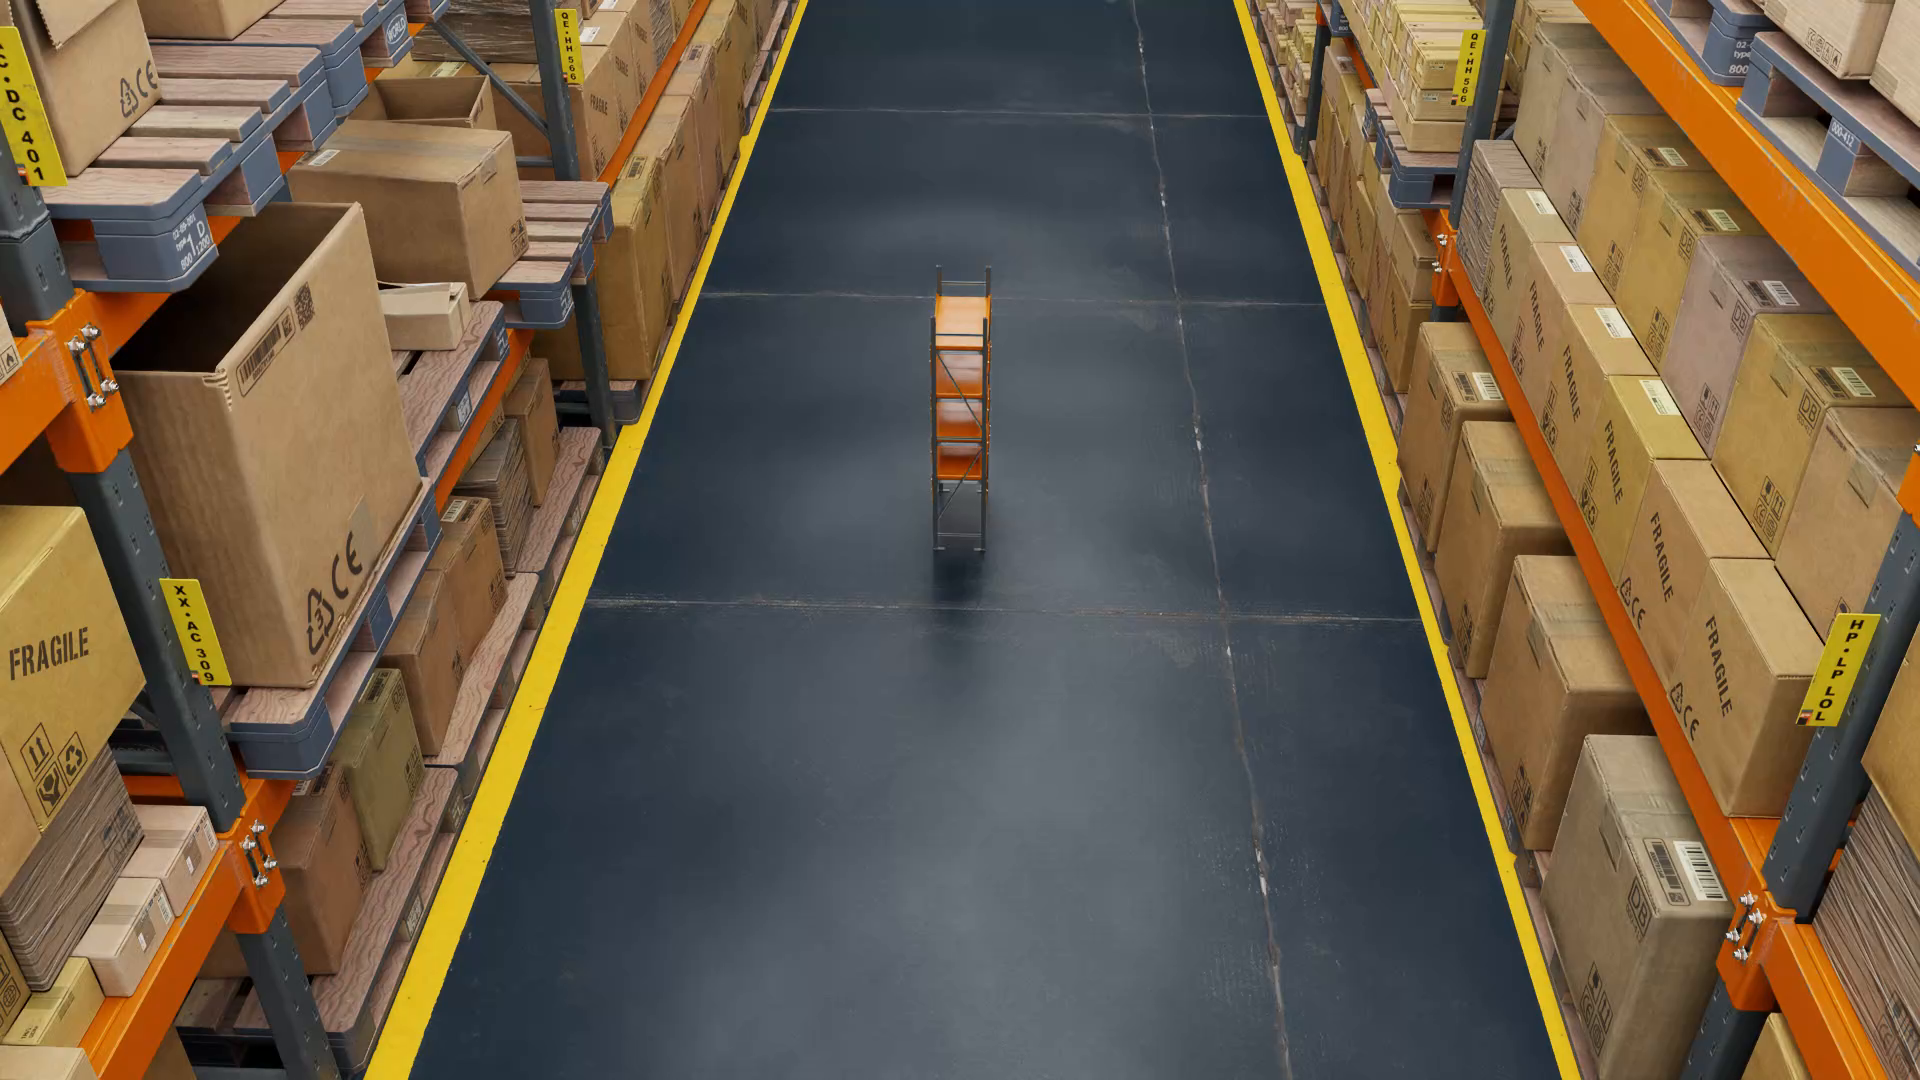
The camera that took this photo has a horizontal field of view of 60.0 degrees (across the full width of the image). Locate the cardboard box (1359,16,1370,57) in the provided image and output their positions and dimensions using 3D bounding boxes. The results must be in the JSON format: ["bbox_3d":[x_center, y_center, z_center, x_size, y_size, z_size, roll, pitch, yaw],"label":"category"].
[{"bbox_3d":[2.318,-2.652,8.767,0.380,0.149,0.250,2,35,3],"label":"cardboard box"}]

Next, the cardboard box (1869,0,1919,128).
[{"bbox_3d":[2.408,-1.042,3.693,0.500,0.250,0.500,2,35,2],"label":"cardboard box"}]

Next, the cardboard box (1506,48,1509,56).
[{"bbox_3d":[2.959,-2.490,8.538,0.380,0.149,0.250,2,35,3],"label":"cardboard box"}]

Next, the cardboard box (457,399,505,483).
[{"bbox_3d":[-2.260,-0.498,6.989,0.500,0.250,0.500,5,35,7],"label":"cardboard box"}]

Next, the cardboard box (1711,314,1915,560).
[{"bbox_3d":[2.572,-0.284,4.590,0.700,0.500,0.500,1,35,1],"label":"cardboard box"}]

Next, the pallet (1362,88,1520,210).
[{"bbox_3d":[2.622,-1.885,7.990,1.213,0.211,1.003,1,35,2],"label":"pallet"}]

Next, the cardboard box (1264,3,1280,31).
[{"bbox_3d":[2.617,-4.130,13.132,0.380,0.149,0.250,0,35,0],"label":"cardboard box"}]

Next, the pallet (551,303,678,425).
[{"bbox_3d":[-2.145,-1.035,9.039,1.003,0.211,1.213,1,35,2],"label":"pallet"}]

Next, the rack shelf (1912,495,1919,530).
[{"bbox_3d":[2.459,0.963,1.788,1.077,0.370,4.000,1,35,2],"label":"rack shelf"}]

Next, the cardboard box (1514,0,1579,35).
[{"bbox_3d":[2.946,-2.573,8.138,0.380,0.149,0.250,0,35,0],"label":"cardboard box"}]

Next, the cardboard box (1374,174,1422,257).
[{"bbox_3d":[2.475,-1.697,8.712,0.500,0.250,0.500,2,35,3],"label":"cardboard box"}]

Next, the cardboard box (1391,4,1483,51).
[{"bbox_3d":[2.285,-2.451,7.965,0.380,0.149,0.250,2,35,3],"label":"cardboard box"}]

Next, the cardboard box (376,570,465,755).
[{"bbox_3d":[-2.306,0.469,6.265,0.700,0.500,0.500,-2,35,-2],"label":"cardboard box"}]

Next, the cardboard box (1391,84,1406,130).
[{"bbox_3d":[2.273,-2.057,7.922,0.380,0.149,0.250,1,35,2],"label":"cardboard box"}]

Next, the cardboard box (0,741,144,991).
[{"bbox_3d":[-2.492,0.668,3.845,0.875,0.500,0.500,1,35,2],"label":"cardboard box"}]

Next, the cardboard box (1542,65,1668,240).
[{"bbox_3d":[2.653,-1.453,6.253,0.700,0.500,0.500,1,35,1],"label":"cardboard box"}]

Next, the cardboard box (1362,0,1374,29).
[{"bbox_3d":[2.315,-2.778,8.688,0.380,0.149,0.250,2,35,3],"label":"cardboard box"}]

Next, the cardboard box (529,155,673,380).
[{"bbox_3d":[-2.203,-1.423,8.648,1.225,0.875,0.875,0,35,0],"label":"cardboard box"}]

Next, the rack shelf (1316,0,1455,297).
[{"bbox_3d":[2.781,-2.406,9.191,1.077,0.370,4.000,1,35,2],"label":"rack shelf"}]

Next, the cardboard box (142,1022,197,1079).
[{"bbox_3d":[-2.468,1.654,4.597,0.500,0.500,0.500,0,35,0],"label":"cardboard box"}]

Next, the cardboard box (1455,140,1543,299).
[{"bbox_3d":[2.412,-1.341,6.962,0.500,0.500,0.500,2,35,2],"label":"cardboard box"}]

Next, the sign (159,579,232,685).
[{"bbox_3d":[-1.870,0.228,4.064,0.100,0.325,0.005,1,35,2],"label":"sign"}]

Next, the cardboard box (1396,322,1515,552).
[{"bbox_3d":[2.586,-0.455,7.380,1.050,0.750,0.750,1,35,1],"label":"cardboard box"}]

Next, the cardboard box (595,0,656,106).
[{"bbox_3d":[-1.925,-2.629,8.795,0.500,0.500,0.500,1,35,1],"label":"cardboard box"}]

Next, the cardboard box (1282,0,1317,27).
[{"bbox_3d":[2.596,-3.905,12.294,0.380,0.149,0.250,0,35,0],"label":"cardboard box"}]

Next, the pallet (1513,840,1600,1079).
[{"bbox_3d":[2.495,1.442,5.514,1.003,0.211,1.213,1,35,2],"label":"pallet"}]

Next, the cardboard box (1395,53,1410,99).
[{"bbox_3d":[2.274,-2.190,7.852,0.380,0.149,0.250,3,35,4],"label":"cardboard box"}]

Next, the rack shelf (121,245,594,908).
[{"bbox_3d":[-2.332,-0.281,6.167,1.077,0.370,4.000,1,35,2],"label":"rack shelf"}]

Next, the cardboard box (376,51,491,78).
[{"bbox_3d":[-2.479,-2.054,7.978,0.500,0.500,0.500,2,35,3],"label":"cardboard box"}]

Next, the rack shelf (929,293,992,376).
[{"bbox_3d":[0.007,-0.907,7.314,0.258,0.148,0.480,1,35,2],"label":"rack shelf"}]

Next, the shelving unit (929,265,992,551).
[{"bbox_3d":[0.007,-0.586,7.540,0.258,1.200,0.503,1,35,2],"label":"shelving unit"}]

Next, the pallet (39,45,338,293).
[{"bbox_3d":[-2.281,-0.929,4.017,1.213,0.211,1.003,1,35,2],"label":"pallet"}]

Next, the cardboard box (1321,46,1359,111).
[{"bbox_3d":[2.567,-2.887,10.406,0.500,0.250,0.500,0,35,0],"label":"cardboard box"}]

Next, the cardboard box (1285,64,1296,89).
[{"bbox_3d":[2.576,-3.389,12.078,0.380,0.149,0.250,0,35,0],"label":"cardboard box"}]

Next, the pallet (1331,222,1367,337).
[{"bbox_3d":[2.785,-1.559,9.784,1.003,0.211,1.213,1,35,2],"label":"pallet"}]

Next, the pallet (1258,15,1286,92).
[{"bbox_3d":[2.899,-3.798,12.971,1.003,0.211,1.213,1,35,2],"label":"pallet"}]

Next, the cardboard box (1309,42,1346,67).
[{"bbox_3d":[2.615,-3.309,11.446,0.380,0.149,0.250,2,35,3],"label":"cardboard box"}]

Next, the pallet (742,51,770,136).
[{"bbox_3d":[-1.982,-3.317,12.286,1.003,0.211,1.213,1,35,2],"label":"pallet"}]

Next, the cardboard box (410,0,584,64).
[{"bbox_3d":[-2.206,-2.595,7.875,0.797,0.503,0.637,2,35,3],"label":"cardboard box"}]

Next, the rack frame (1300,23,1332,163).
[{"bbox_3d":[2.861,-3.850,10.619,1.000,3.000,0.127,1,35,2],"label":"rack frame"}]

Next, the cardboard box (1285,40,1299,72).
[{"bbox_3d":[2.548,-3.475,11.942,0.380,0.149,0.250,0,35,0],"label":"cardboard box"}]

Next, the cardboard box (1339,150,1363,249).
[{"bbox_3d":[2.539,-1.975,9.760,0.500,0.500,0.500,2,35,3],"label":"cardboard box"}]

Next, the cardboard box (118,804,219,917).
[{"bbox_3d":[-2.127,0.807,4.212,0.380,0.149,0.250,1,35,2],"label":"cardboard box"}]

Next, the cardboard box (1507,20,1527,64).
[{"bbox_3d":[2.946,-2.470,8.250,0.380,0.149,0.250,1,35,2],"label":"cardboard box"}]

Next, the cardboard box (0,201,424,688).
[{"bbox_3d":[-2.241,-0.297,4.676,1.000,1.000,1.000,2,35,2],"label":"cardboard box"}]

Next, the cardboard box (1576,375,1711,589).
[{"bbox_3d":[2.334,-0.181,5.312,0.500,0.500,0.500,2,35,2],"label":"cardboard box"}]
